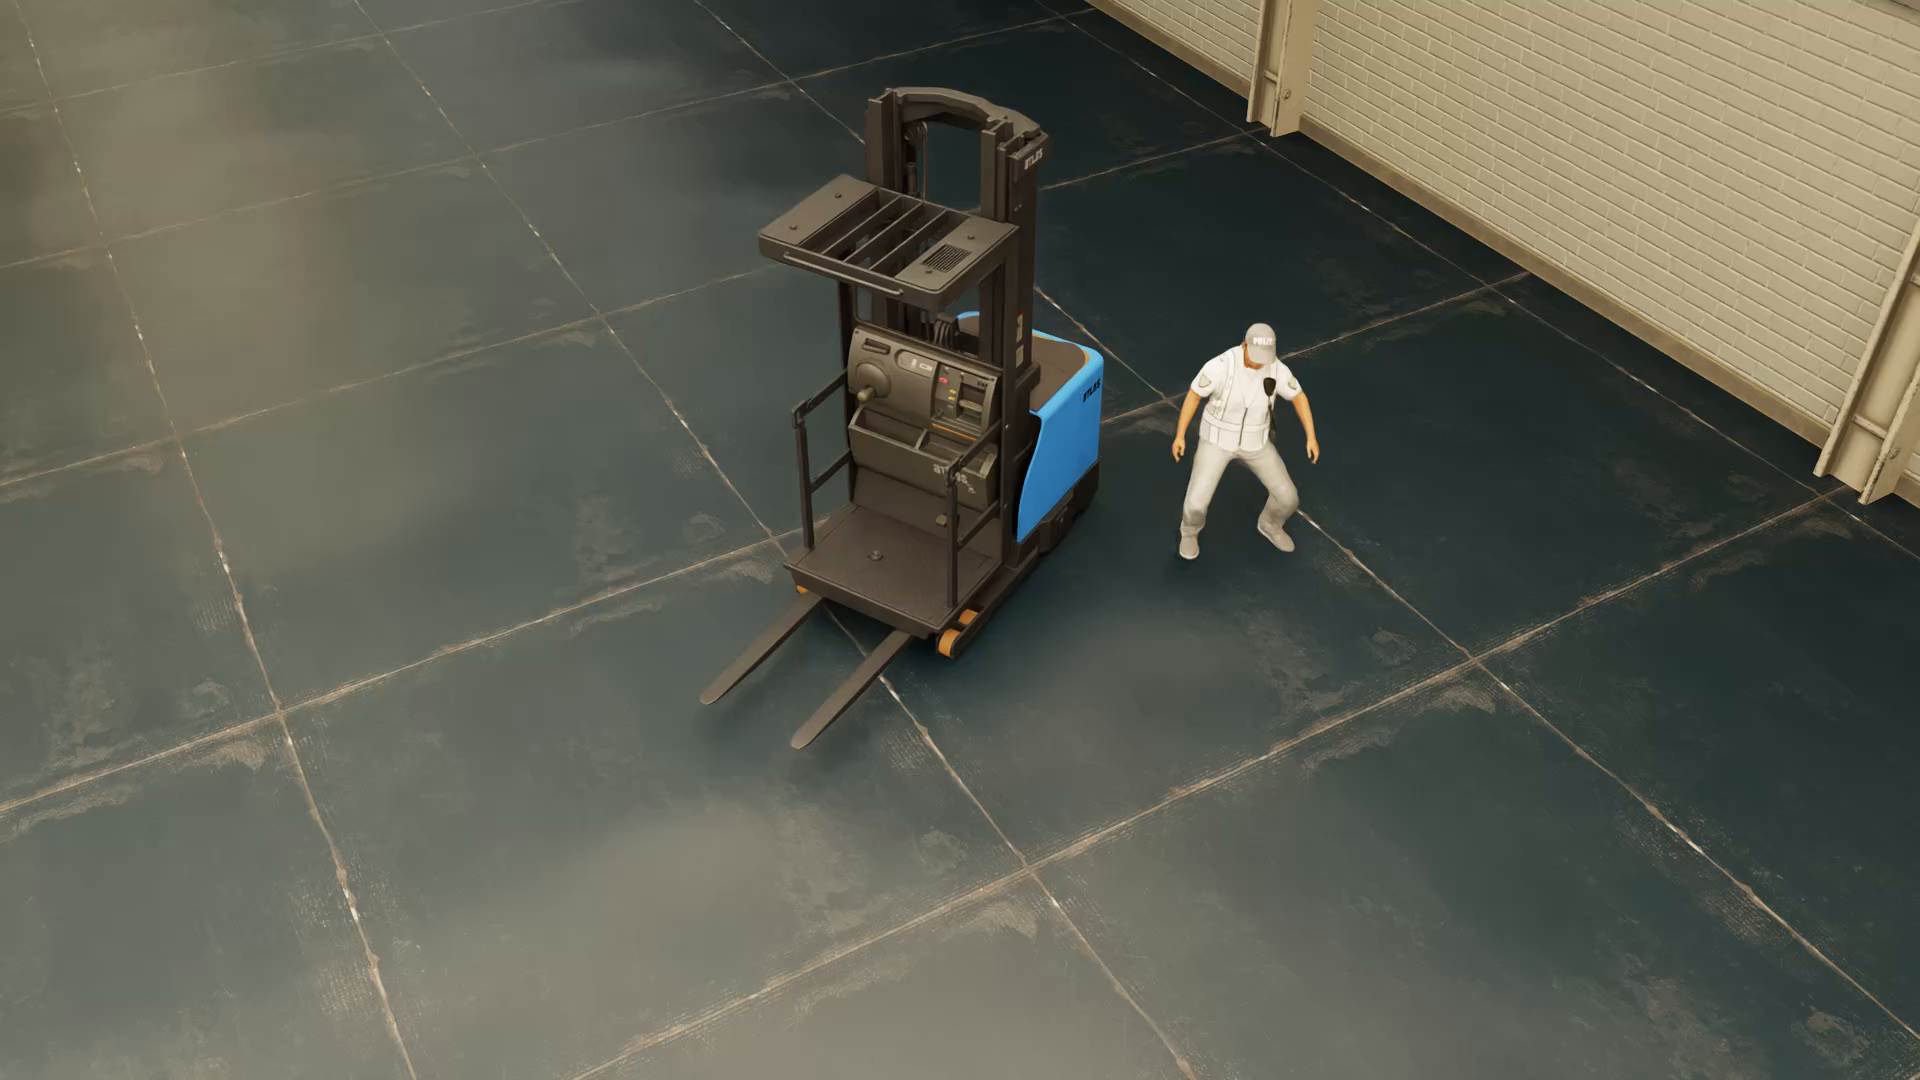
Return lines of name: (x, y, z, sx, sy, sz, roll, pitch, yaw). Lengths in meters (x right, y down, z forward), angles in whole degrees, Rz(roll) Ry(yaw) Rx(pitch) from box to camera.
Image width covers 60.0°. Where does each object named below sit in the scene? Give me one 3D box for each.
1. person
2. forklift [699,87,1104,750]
person: (1.680, -0.563, 9.817, 0.865, 1.562, 0.529, -1, 40, -1)
forklift: (-0.323, -0.797, 8.997, 1.130, 2.935, 3.031, 22, 44, 24)
